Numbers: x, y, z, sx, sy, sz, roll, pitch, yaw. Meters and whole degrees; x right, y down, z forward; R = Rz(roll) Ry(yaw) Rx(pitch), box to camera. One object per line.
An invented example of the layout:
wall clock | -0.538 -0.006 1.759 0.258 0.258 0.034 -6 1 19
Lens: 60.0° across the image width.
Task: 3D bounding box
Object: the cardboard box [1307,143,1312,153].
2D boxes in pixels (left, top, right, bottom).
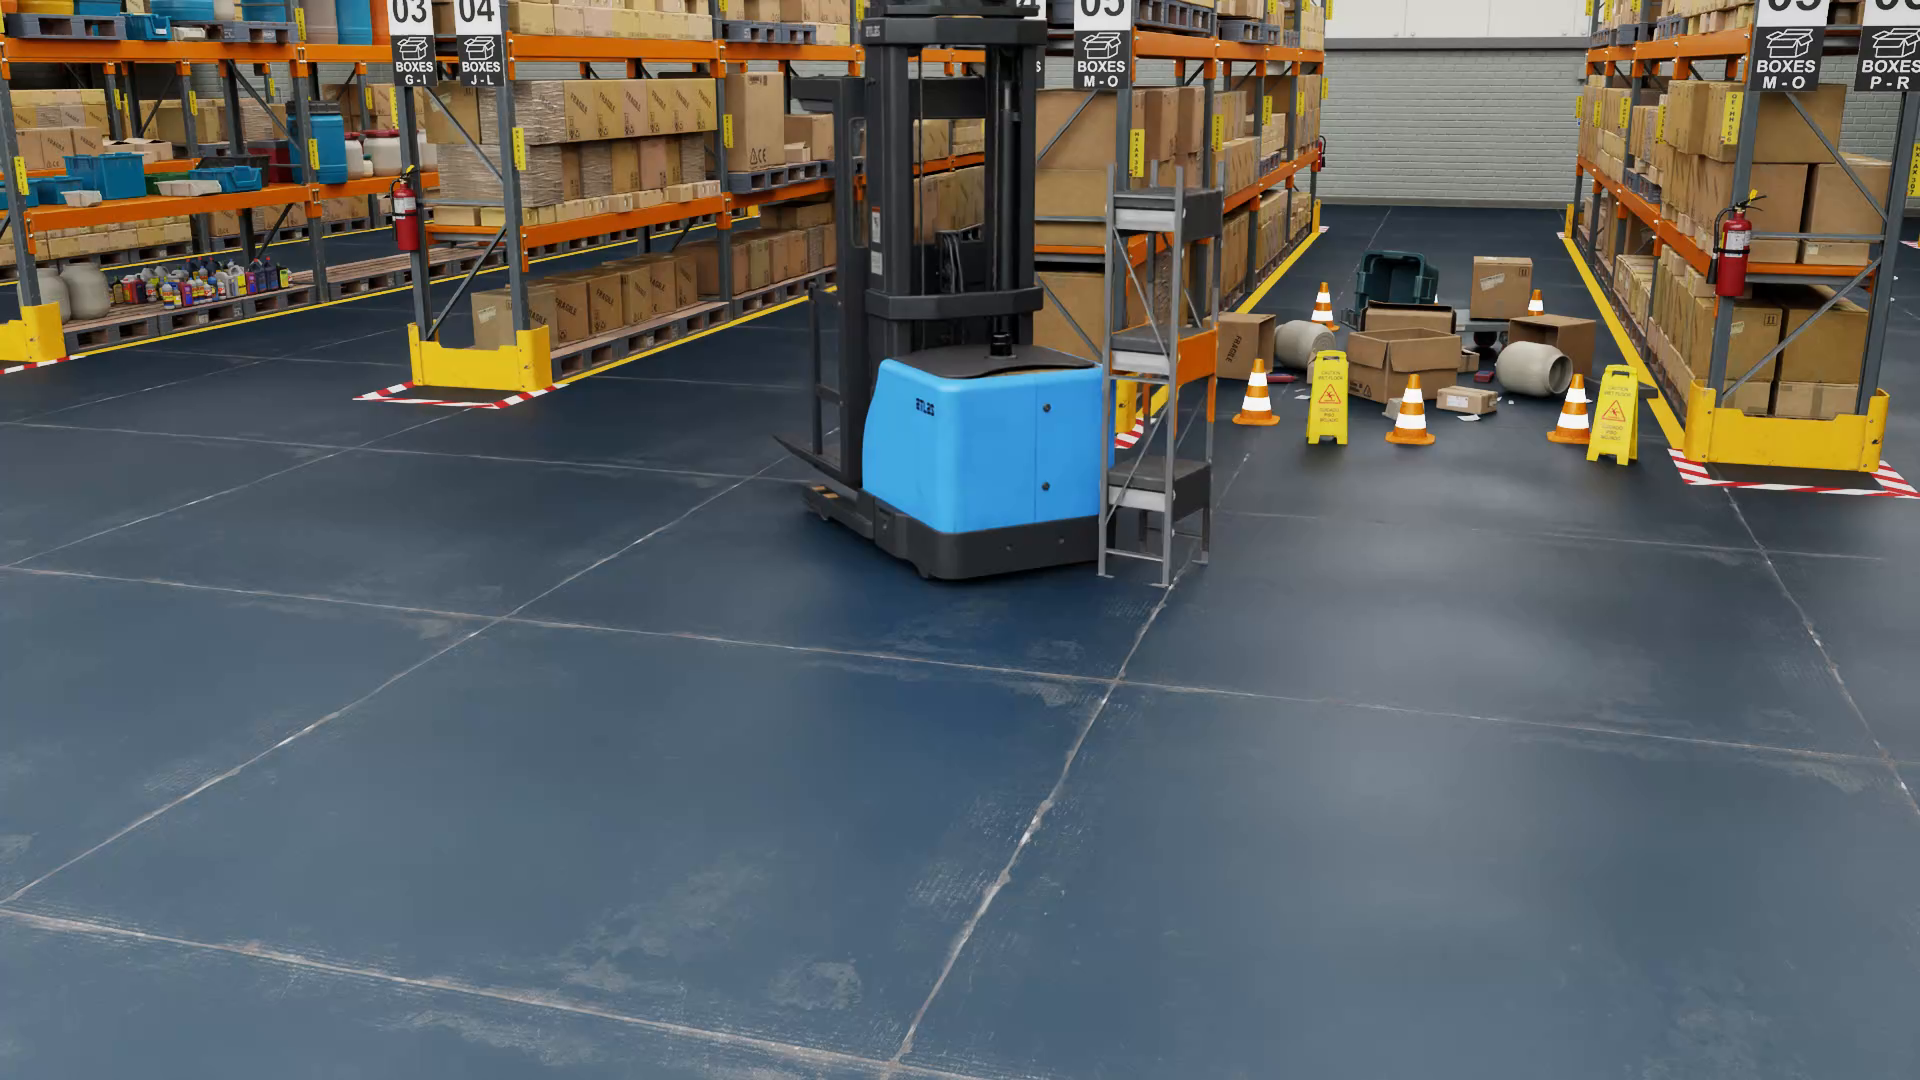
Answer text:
cardboard box | 5.225 -6.072 25.699 0.380 0.149 0.250 5 17 17

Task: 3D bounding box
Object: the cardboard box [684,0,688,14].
cardboard box | -2.856 -5.161 16.076 0.380 0.149 0.250 5 17 16

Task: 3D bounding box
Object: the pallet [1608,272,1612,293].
pallet | 8.058 -2.906 19.187 1.003 0.211 1.213 5 16 16

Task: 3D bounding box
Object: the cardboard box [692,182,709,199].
cardboard box | -2.736 -3.504 16.647 0.380 0.149 0.250 5 16 16

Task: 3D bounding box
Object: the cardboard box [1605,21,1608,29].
cardboard box | 8.848 -6.927 22.263 0.380 0.149 0.250 5 17 17

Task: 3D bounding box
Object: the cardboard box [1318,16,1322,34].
cardboard box | 5.229 -7.834 25.315 0.500 0.250 0.500 4 16 14

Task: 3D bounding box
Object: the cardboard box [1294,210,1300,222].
cardboard box | 4.866 -4.836 24.791 0.380 0.149 0.250 4 16 15

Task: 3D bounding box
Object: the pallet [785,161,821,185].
pallet | -2.263 -4.202 18.998 1.003 0.211 1.213 5 16 16

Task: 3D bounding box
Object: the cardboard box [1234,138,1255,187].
cardboard box | 2.973 -4.183 18.397 0.500 0.500 0.500 5 16 16

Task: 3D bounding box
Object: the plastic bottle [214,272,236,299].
plastic bottle | -7.729 -2.686 17.489 0.152 0.276 0.135 5 17 17

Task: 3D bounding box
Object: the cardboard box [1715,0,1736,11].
cardboard box | 5.662 -3.890 11.780 0.500 0.250 0.500 5 17 17

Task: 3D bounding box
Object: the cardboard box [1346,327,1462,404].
cardboard box | 3.560 -1.409 13.373 0.797 0.503 0.637 -7 17 -23

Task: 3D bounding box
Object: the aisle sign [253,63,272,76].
aisle sign | -13.406 -9.307 31.880 0.394 0.787 0.004 5 16 16

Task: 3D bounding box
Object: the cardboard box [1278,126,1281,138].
cardboard box | 4.053 -5.422 22.093 0.380 0.149 0.250 5 17 18

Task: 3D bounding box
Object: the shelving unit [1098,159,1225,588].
shelving unit | 1.021 -0.851 8.480 0.431 2.100 0.503 10 18 31

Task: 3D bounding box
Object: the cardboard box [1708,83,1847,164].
cardboard box | 5.424 -2.777 11.061 0.700 0.500 0.500 4 16 15

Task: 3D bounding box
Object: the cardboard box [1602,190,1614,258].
cardboard box | 8.799 -4.105 21.428 0.875 0.875 0.875 5 17 18

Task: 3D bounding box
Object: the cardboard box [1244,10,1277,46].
cardboard box | 3.404 -6.024 19.391 0.500 0.500 0.500 5 16 16

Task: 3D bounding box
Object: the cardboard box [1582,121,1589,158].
cardboard box | 9.344 -5.818 24.162 0.500 0.500 0.500 5 16 16

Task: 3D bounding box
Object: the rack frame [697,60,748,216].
rack frame | -4.215 -7.292 29.542 1.000 3.000 0.127 5 16 16

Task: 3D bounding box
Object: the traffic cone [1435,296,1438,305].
traffic cone | 4.758 -2.366 16.824 0.336 0.463 0.334 5 16 16

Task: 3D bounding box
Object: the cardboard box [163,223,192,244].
cardboard box | -11.153 -4.307 23.287 0.500 0.250 0.500 5 17 17

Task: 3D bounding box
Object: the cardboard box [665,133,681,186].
cardboard box | -3.240 -3.719 16.215 0.875 0.500 0.500 5 16 16

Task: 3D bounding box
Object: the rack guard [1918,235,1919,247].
rack guard | 14.773 -4.533 24.396 1.175 0.500 0.348 5 16 16

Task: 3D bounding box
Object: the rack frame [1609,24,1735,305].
rack frame | 7.761 -4.047 18.100 1.000 3.000 0.127 5 16 16

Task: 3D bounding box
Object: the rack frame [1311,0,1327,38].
rack frame | 5.260 -9.383 25.920 1.000 3.000 0.127 5 16 16

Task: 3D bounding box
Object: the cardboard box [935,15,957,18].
cardboard box | -0.439 -7.812 24.743 0.700 0.500 0.500 4 16 13

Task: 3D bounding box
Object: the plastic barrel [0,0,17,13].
plastic barrel | -8.746 -5.095 14.742 0.600 0.830 0.708 5 16 16

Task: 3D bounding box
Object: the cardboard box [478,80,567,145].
cardboard box | -3.596 -3.517 13.672 0.500 0.500 0.500 5 16 16

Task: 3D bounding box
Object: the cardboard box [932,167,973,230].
cardboard box | -0.339 -5.208 25.318 0.875 0.875 0.875 5 16 16

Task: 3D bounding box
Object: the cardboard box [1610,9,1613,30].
cardboard box | 8.420 -6.570 20.975 0.396 0.266 0.258 4 16 15

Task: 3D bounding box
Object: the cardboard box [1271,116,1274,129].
cardboard box | 3.825 -5.357 21.319 0.380 0.149 0.250 4 16 13

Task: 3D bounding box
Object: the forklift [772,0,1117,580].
forklift | -0.277 -1.565 9.476 1.130 2.935 3.031 -8 18 -25

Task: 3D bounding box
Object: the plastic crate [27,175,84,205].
plastic crate | -8.717 -3.358 15.945 0.499 0.251 0.408 5 16 16

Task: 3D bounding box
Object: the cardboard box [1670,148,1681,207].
cardboard box | 6.112 -2.965 13.557 0.500 0.500 0.500 5 16 16

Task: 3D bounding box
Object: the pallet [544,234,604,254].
pallet | -5.956 -4.385 24.404 1.003 0.211 1.213 5 16 16

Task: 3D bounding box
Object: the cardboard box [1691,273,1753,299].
cardboard box | 5.505 -1.837 12.015 0.380 0.149 0.250 5 17 17

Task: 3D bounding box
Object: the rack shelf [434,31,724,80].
rack shelf | -3.445 -4.342 14.963 1.077 0.370 4.000 5 16 16

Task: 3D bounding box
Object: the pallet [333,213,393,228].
pallet | -9.904 -5.469 28.224 1.003 0.211 1.213 5 16 16

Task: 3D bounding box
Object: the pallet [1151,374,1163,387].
pallet | 1.214 -1.503 14.242 1.003 0.211 1.213 5 16 16

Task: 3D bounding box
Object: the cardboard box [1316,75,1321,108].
cardboard box | 5.369 -7.030 26.058 0.500 0.500 0.500 4 16 15

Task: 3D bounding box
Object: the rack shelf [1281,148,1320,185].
rack shelf | 4.692 -5.628 24.992 1.077 0.370 4.000 5 16 16

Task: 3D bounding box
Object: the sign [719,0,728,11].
sign | -2.354 -5.420 16.498 0.100 0.325 0.005 5 16 16

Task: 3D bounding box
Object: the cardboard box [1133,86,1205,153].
cardboard box | 1.667 -3.703 14.632 0.875 0.550 0.550 5 16 16

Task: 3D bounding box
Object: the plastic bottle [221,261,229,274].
plastic bottle | -8.100 -2.913 18.276 0.061 0.283 0.133 5 16 16

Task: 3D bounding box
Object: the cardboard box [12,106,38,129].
cardboard box | -15.164 -6.678 26.613 0.500 0.500 0.500 5 17 17

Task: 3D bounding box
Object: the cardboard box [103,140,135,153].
cardboard box | -11.677 -5.323 22.761 0.500 0.311 0.500 4 16 15

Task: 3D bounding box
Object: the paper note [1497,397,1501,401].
paper note | 4.233 -1.132 13.286 0.148 0.019 0.142 11 19 35

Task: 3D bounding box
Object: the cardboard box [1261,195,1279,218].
cardboard box | 3.859 -4.324 21.513 0.500 0.250 0.500 4 16 13

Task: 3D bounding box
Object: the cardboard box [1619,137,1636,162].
cardboard box | 7.655 -4.362 18.568 0.500 0.250 0.500 5 16 16

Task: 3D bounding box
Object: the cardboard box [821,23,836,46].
cardboard box | -1.768 -5.912 19.453 0.500 0.250 0.500 5 16 16

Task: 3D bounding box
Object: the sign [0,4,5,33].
sign | -8.236 -4.510 14.219 0.100 0.325 0.005 5 16 16

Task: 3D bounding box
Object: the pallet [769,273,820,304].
pallet | -2.312 -2.951 19.347 1.003 0.211 1.213 5 16 16

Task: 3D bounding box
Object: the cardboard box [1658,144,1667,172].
cardboard box | 6.536 -3.532 14.787 0.500 0.500 0.500 4 16 15

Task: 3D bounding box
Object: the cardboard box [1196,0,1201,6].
cardboard box | 1.837 -4.609 14.094 0.380 0.149 0.250 5 16 16

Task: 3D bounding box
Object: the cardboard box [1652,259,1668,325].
cardboard box | 6.198 -2.107 14.155 0.500 0.500 0.500 5 17 19
